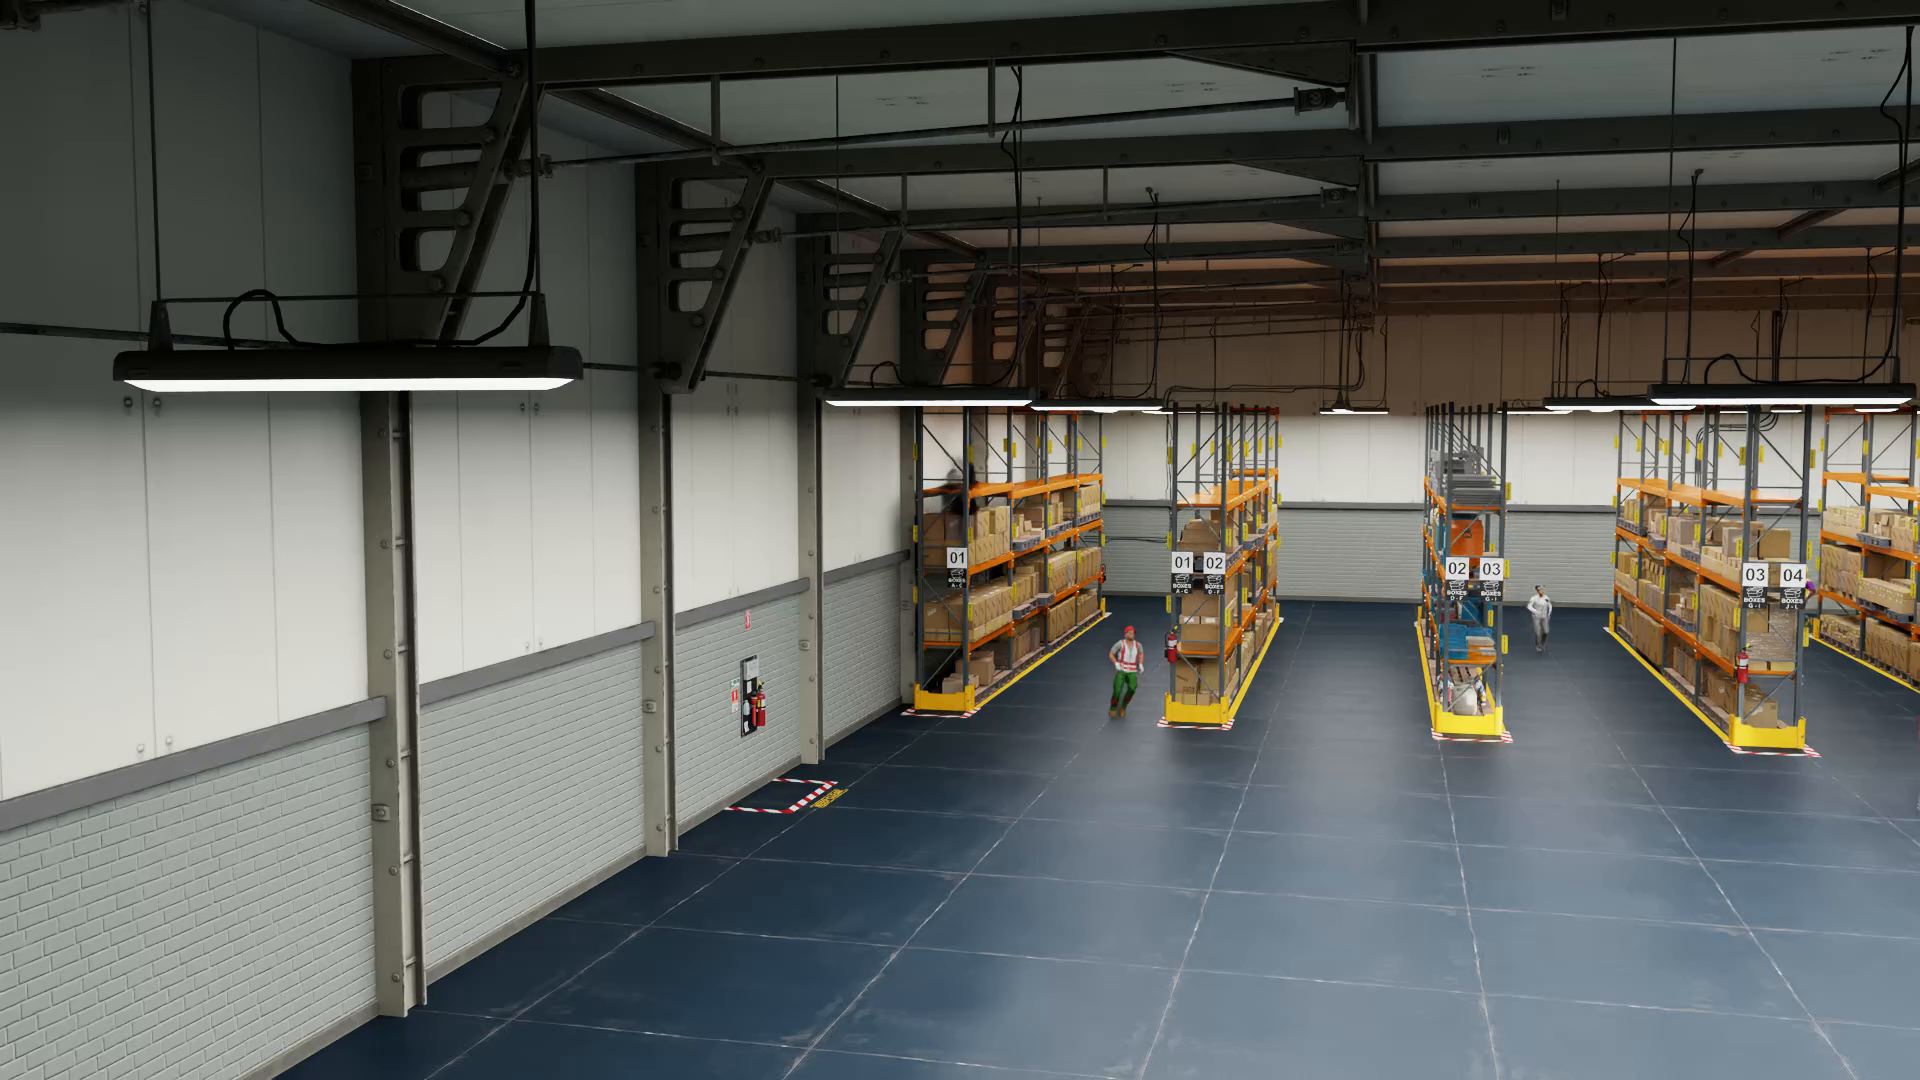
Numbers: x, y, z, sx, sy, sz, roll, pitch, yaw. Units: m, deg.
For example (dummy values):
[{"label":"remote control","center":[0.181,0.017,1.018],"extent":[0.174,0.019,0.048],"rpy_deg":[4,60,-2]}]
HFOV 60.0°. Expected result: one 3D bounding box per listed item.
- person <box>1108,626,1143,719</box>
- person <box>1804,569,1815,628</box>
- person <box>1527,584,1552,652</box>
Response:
[{"label":"person","center":[3.187,2.511,31.671],"extent":[0.722,1.750,0.637],"rpy_deg":[-1,4,-8]},{"label":"person","center":[22.440,1.595,44.251],"extent":[0.782,1.728,0.753],"rpy_deg":[0,4,-1]},{"label":"person","center":[14.112,1.901,40.423],"extent":[0.623,1.663,0.582],"rpy_deg":[0,4,5]}]
